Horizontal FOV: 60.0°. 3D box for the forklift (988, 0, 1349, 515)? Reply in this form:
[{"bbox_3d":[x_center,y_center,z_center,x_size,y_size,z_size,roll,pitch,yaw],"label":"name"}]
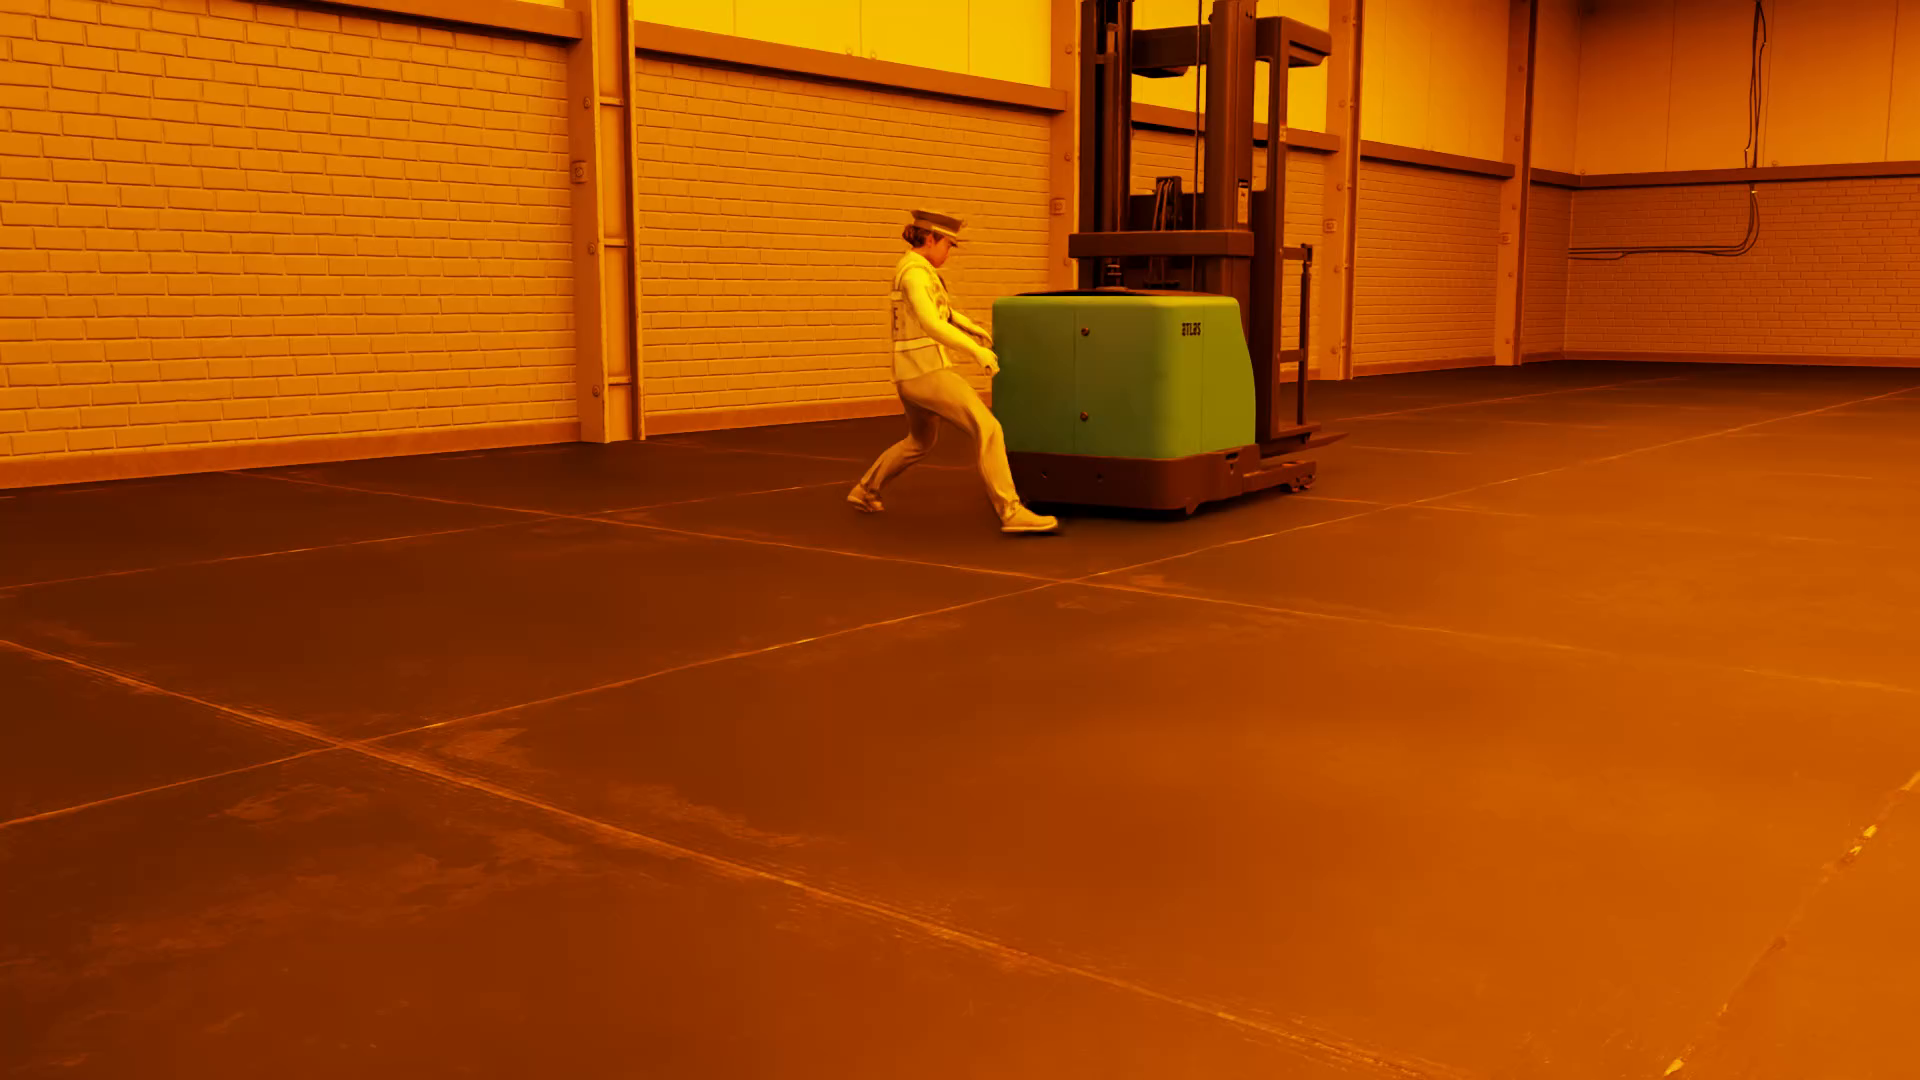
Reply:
[{"bbox_3d":[1.353,-1.741,9.182,1.130,2.935,3.031,5,10,32],"label":"forklift"}]

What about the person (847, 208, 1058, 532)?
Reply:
[{"bbox_3d":[-0.056,-0.805,7.883,0.937,1.499,1.093,-1,8,-5],"label":"person"}]
